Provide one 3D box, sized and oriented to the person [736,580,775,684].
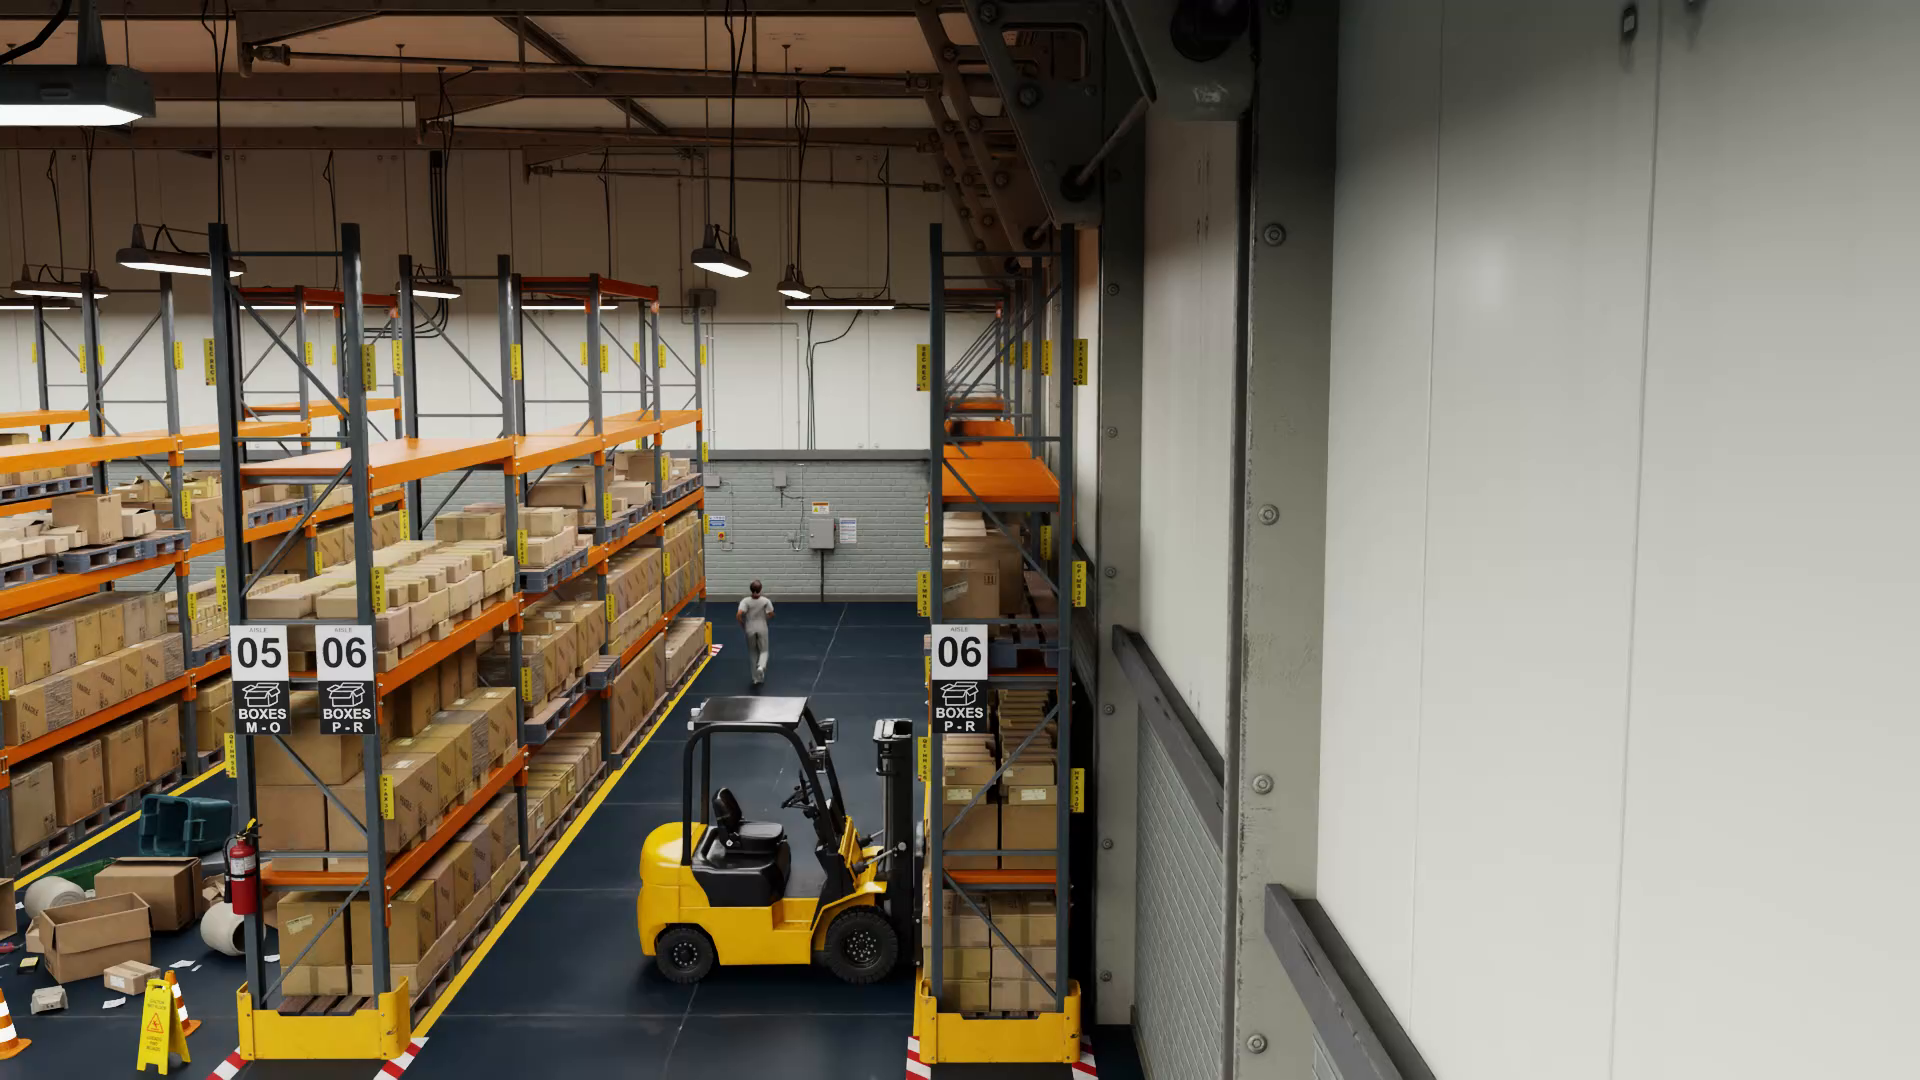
[{"bbox_3d":[-3.103,1.409,25.259,0.575,1.634,0.806,0,7,-4],"label":"person"}]
